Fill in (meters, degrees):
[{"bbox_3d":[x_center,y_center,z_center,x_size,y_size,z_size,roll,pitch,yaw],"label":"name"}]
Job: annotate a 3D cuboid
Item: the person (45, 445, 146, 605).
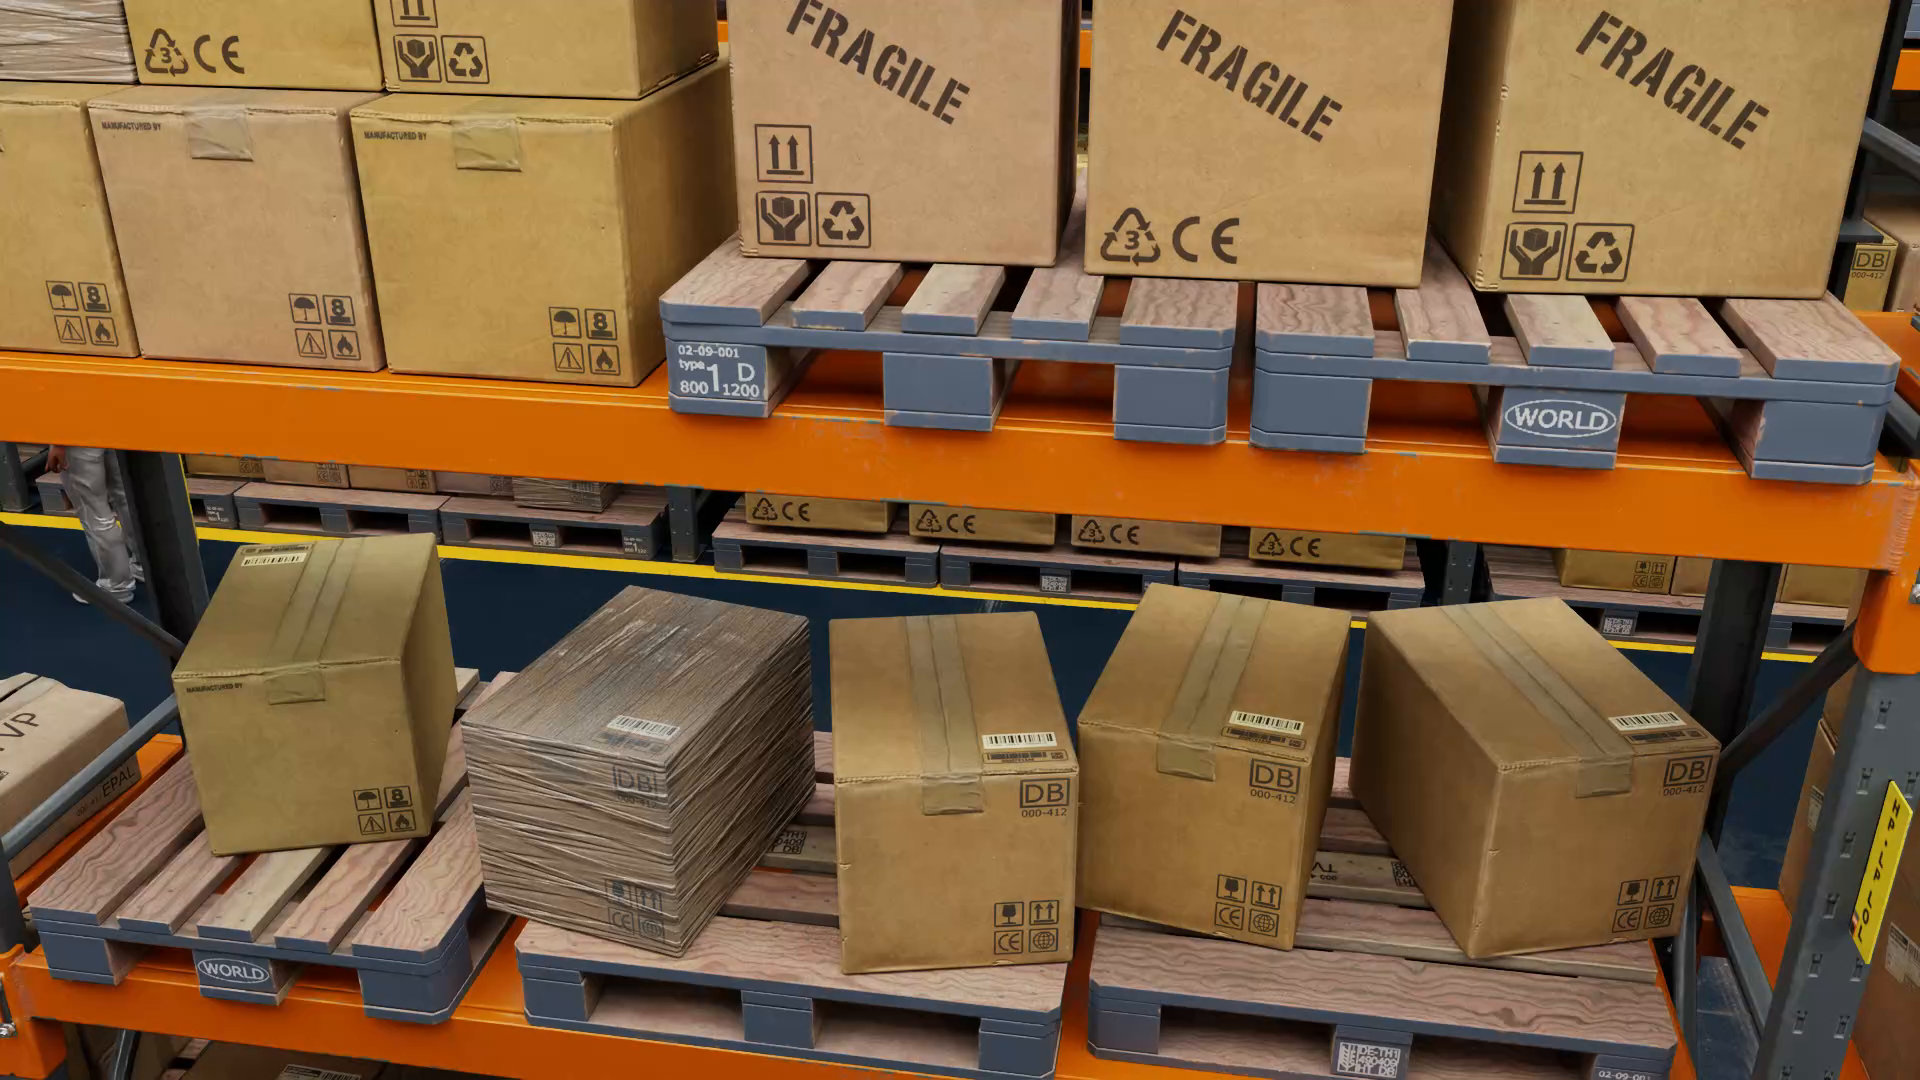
[{"bbox_3d":[-4.333,-0.542,8.247,0.370,1.772,0.564,5,25,12],"label":"person"}]
